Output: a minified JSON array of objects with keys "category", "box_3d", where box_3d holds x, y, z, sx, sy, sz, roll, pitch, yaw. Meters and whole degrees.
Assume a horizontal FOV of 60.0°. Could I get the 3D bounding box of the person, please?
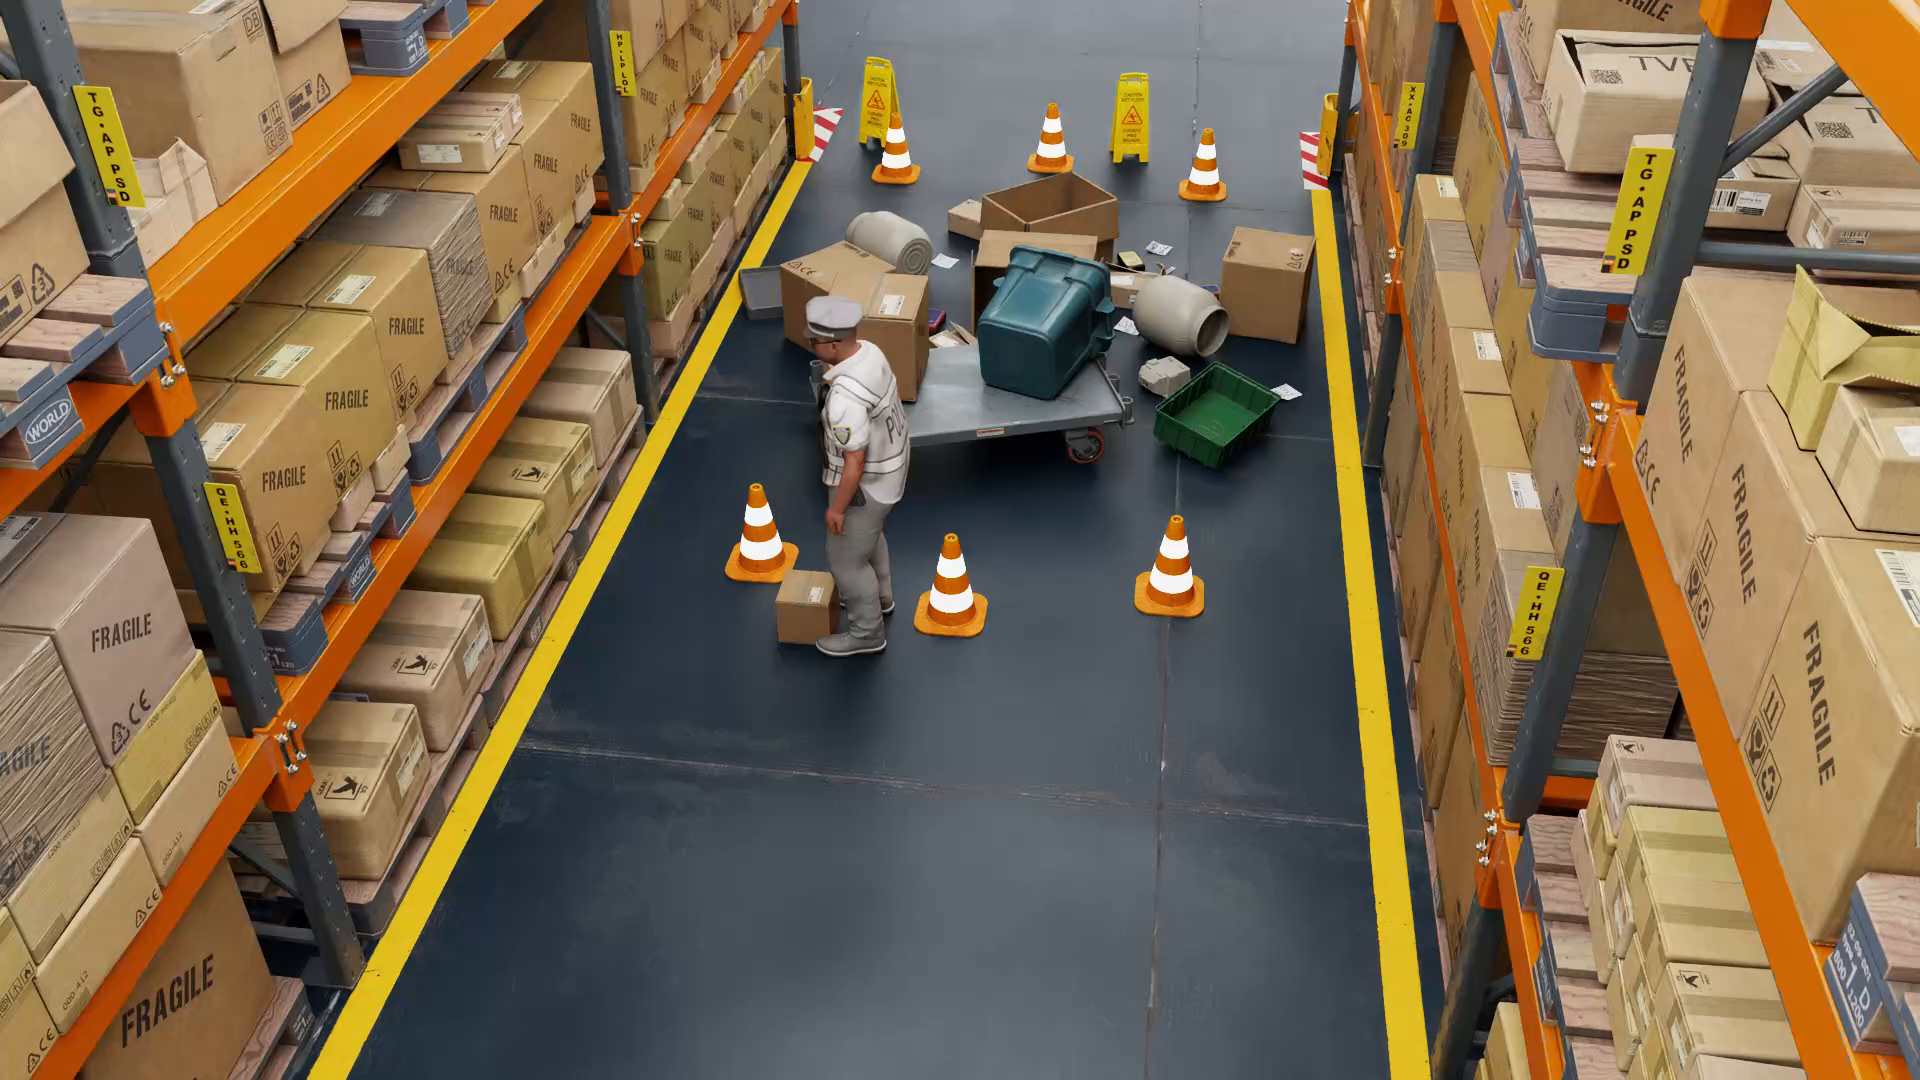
[{"category":"person","box_3d":[-0.446,-0.274,7.412,0.436,1.748,0.587,5,36,6]}]
